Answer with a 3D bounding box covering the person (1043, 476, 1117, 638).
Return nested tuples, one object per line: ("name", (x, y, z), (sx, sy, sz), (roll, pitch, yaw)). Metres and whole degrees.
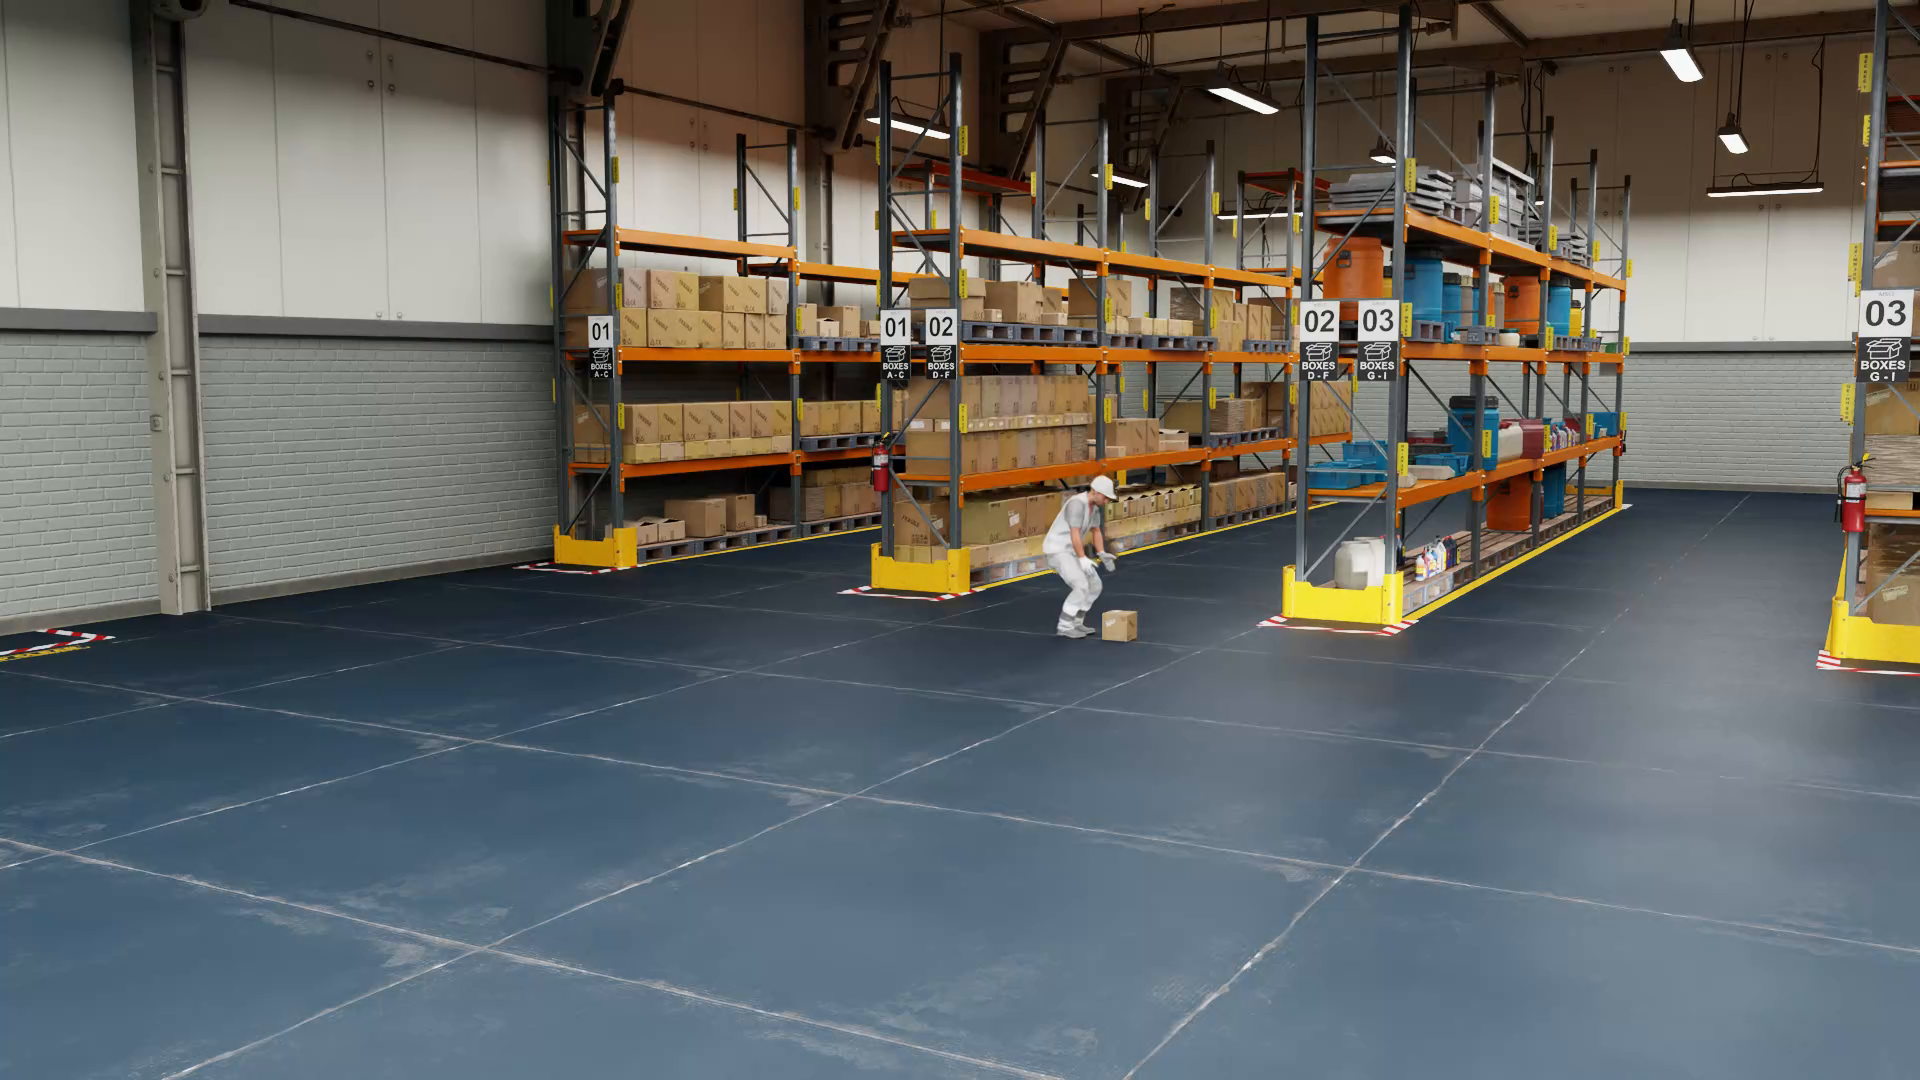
("person", (1.154, 0.147, 15.805), (0.690, 1.528, 0.579), (3, 7, 29))
